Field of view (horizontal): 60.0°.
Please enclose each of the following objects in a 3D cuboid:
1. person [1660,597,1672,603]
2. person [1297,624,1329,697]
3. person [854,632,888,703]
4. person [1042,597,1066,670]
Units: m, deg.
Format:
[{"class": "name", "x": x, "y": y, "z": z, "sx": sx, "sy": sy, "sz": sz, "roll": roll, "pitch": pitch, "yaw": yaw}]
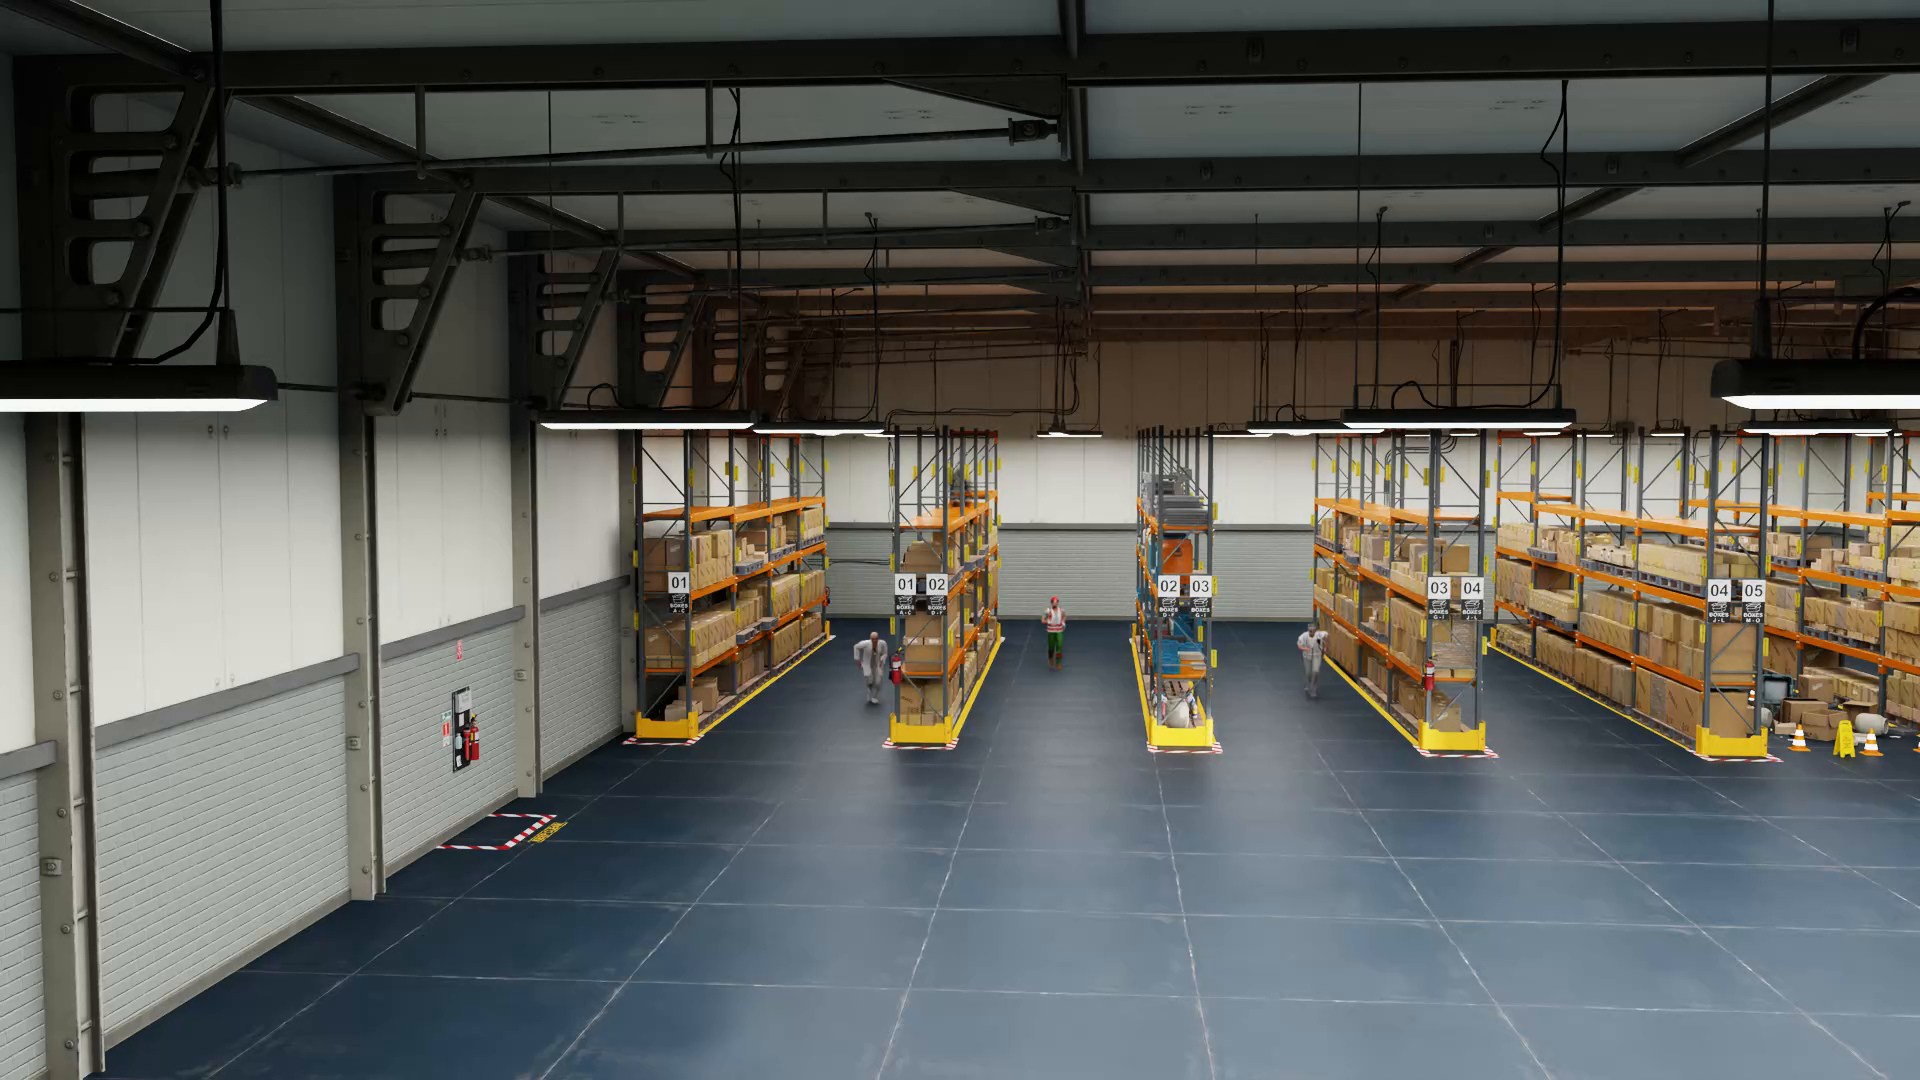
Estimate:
[{"class": "person", "x": 20.227, "y": 2.040, "z": 47.686, "sx": 0.548, "sy": 1.659, "sz": 0.613, "roll": 0, "pitch": 3, "yaw": -8}, {"class": "person", "x": 7.929, "y": 2.694, "z": 37.344, "sx": 0.704, "sy": 1.709, "sz": 1.021, "roll": 1, "pitch": 4, "yaw": 13}, {"class": "person", "x": -1.946, "y": 2.764, "z": 36.183, "sx": 0.734, "sy": 1.590, "sz": 0.889, "roll": -1, "pitch": 4, "yaw": -12}, {"class": "person", "x": 2.363, "y": 2.302, "z": 41.528, "sx": 0.657, "sy": 1.776, "sz": 0.968, "roll": 0, "pitch": 3, "yaw": -7}]
